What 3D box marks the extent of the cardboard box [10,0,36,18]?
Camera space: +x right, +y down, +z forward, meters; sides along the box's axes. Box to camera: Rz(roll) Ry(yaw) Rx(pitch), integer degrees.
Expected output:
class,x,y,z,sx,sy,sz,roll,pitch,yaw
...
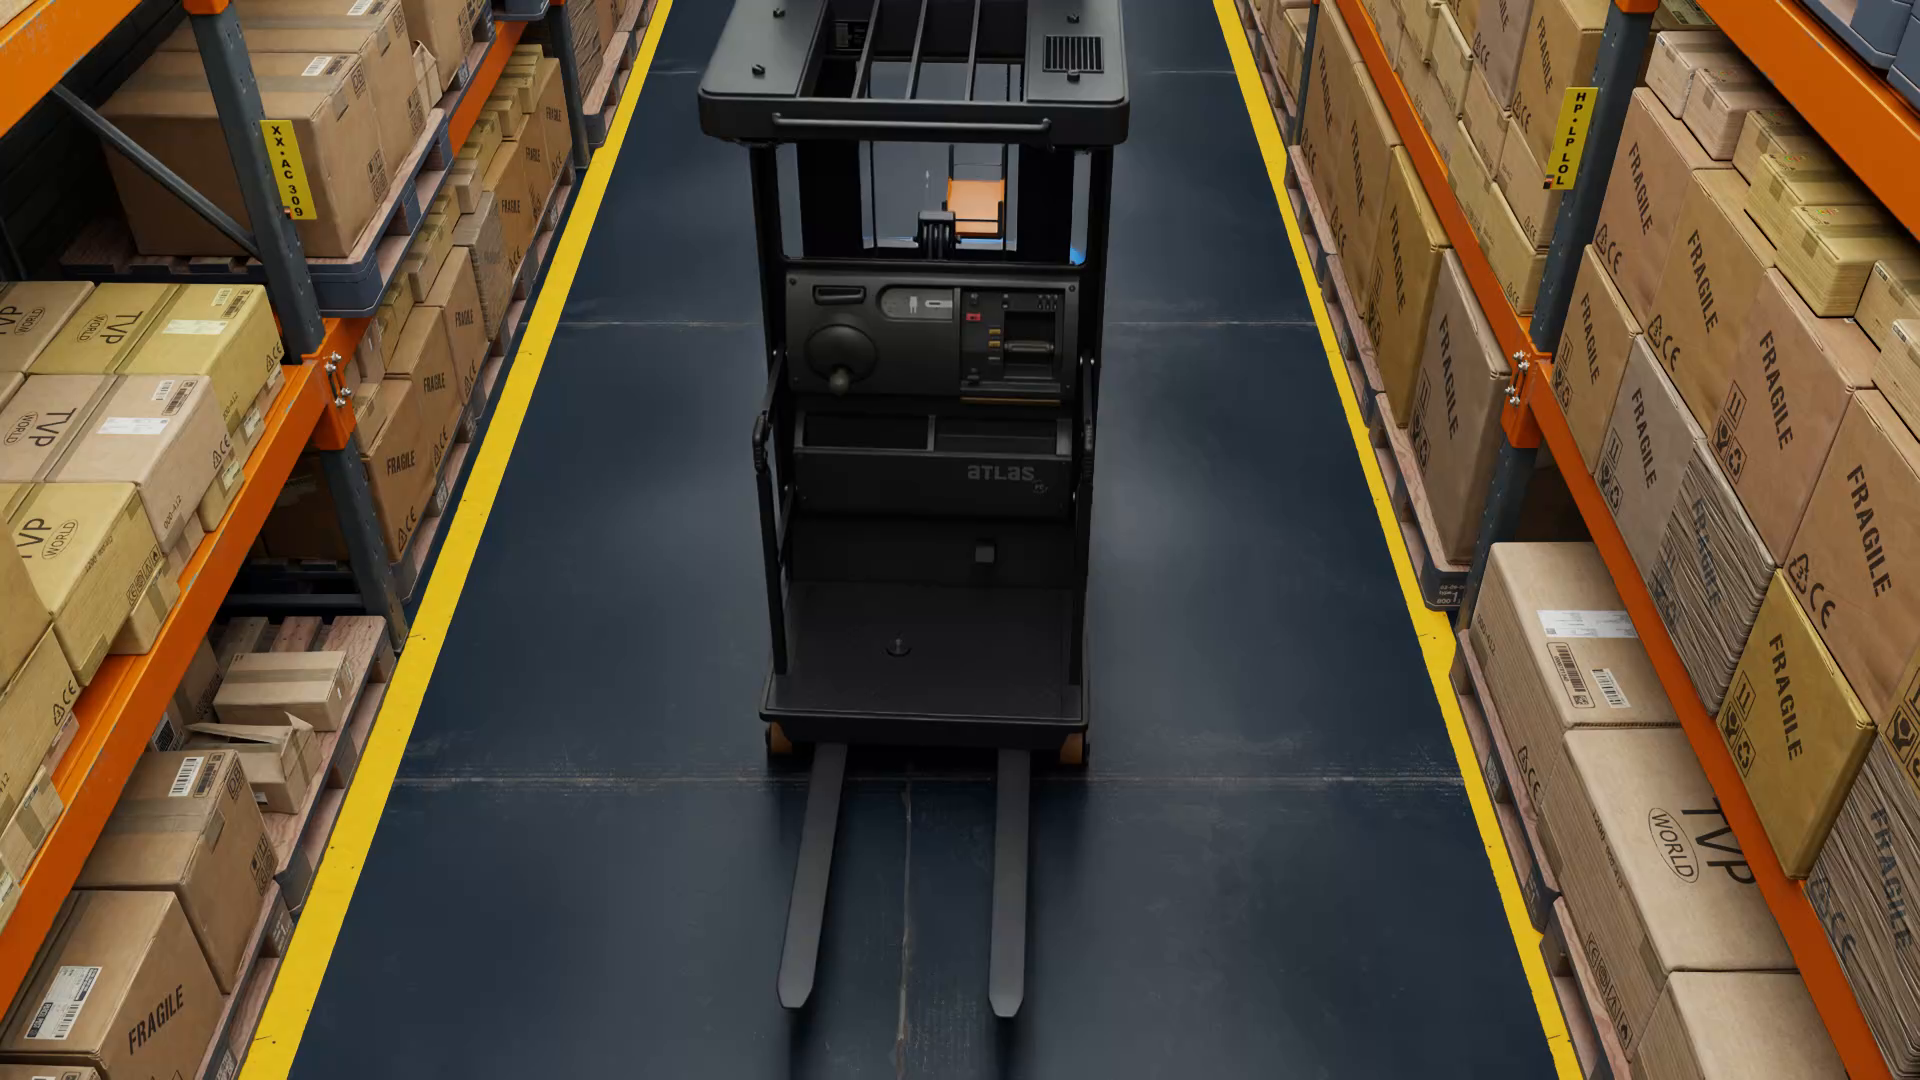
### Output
class,x,y,z,sx,sy,sz,roll,pitch,yaw
cardboard box,-2.304,-1.308,3.785,0.380,0.149,0.250,1,39,1

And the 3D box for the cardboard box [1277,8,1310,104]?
class,x,y,z,sx,sy,sz,roll,pitch,yaw
cardboard box,2.380,-2.780,9.586,0.950,0.372,0.625,-2,39,-3

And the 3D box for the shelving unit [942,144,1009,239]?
class,x,y,z,sx,sy,sz,roll,pitch,yaw
shelving unit,0.062,-1.008,7.049,0.258,1.200,0.503,2,39,2

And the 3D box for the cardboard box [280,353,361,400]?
class,x,y,z,sx,sy,sz,roll,pitch,yaw
cardboard box,-2.384,-0.563,5.960,0.380,0.149,0.250,-1,39,-1

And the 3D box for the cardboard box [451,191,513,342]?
class,x,y,z,sx,sy,sz,roll,pitch,yaw
cardboard box,-2.365,-1.241,7.564,0.500,0.500,0.500,-1,39,-2

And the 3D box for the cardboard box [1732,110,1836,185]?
class,x,y,z,sx,sy,sz,roll,pitch,yaw
cardboard box,2.175,-0.951,4.140,0.380,0.149,0.250,0,39,-1

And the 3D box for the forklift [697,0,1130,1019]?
class,x,y,z,sx,sy,sz,roll,pitch,yaw
forklift,-0.098,-0.574,5.123,1.130,2.935,3.031,2,39,2

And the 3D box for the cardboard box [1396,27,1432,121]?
class,x,y,z,sx,sy,sz,roll,pitch,yaw
cardboard box,2.136,-1.966,6.924,0.500,0.250,0.500,0,39,0

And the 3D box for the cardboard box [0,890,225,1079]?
class,x,y,z,sx,sy,sz,roll,pitch,yaw
cardboard box,-2.353,1.284,4.412,0.500,0.500,0.500,1,39,1

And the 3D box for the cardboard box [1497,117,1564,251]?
class,x,y,z,sx,sy,sz,roll,pitch,yaw
cardboard box,2.131,-1.199,5.568,0.500,0.250,0.500,0,39,0

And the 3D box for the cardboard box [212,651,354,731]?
class,x,y,z,sx,sy,sz,roll,pitch,yaw
cardboard box,-2.294,0.516,5.651,0.380,0.149,0.250,-1,39,-1

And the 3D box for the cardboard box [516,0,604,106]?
class,x,y,z,sx,sy,sz,roll,pitch,yaw
cardboard box,-2.580,-2.910,9.545,0.875,0.625,0.625,1,39,1

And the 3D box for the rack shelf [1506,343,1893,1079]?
class,x,y,z,sx,sy,sz,roll,pitch,yaw
rack shelf,2.377,0.745,3.997,1.077,0.370,4.000,0,39,0

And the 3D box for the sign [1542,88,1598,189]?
class,x,y,z,sx,sy,sz,roll,pitch,yaw
sign,1.832,-1.201,4.988,0.100,0.325,0.005,0,39,0

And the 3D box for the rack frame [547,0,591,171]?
class,x,y,z,sx,sy,sz,roll,pitch,yaw
rack frame,-2.593,-3.282,8.447,1.000,3.000,0.127,0,39,0

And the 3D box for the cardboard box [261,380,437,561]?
class,x,y,z,sx,sy,sz,roll,pitch,yaw
cardboard box,-2.364,-0.272,6.354,0.500,0.500,0.500,2,39,2

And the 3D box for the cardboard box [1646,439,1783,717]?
class,x,y,z,sx,sy,sz,roll,pitch,yaw
cardboard box,2.104,0.094,4.155,0.500,0.500,0.500,0,39,0

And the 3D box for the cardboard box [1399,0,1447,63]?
class,x,y,z,sx,sy,sz,roll,pitch,yaw
cardboard box,2.099,-2.156,6.761,0.500,0.250,0.500,1,39,1

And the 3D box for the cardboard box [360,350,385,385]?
class,x,y,z,sx,sy,sz,roll,pitch,yaw
cardboard box,-2.401,-0.620,6.269,0.380,0.149,0.250,-1,39,-1

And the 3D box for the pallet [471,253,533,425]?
class,x,y,z,sx,sy,sz,roll,pitch,yaw
pallet,-2.632,-0.966,7.787,1.003,0.211,1.213,0,39,0

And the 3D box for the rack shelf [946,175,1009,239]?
class,x,y,z,sx,sy,sz,roll,pitch,yaw
rack shelf,0.062,-1.315,6.803,0.258,0.148,0.480,2,39,2

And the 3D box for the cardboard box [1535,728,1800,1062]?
class,x,y,z,sx,sy,sz,roll,pitch,yaw
cardboard box,2.270,1.002,4.814,0.875,0.438,0.875,-1,39,-1

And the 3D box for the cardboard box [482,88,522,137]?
class,x,y,z,sx,sy,sz,roll,pitch,yaw
cardboard box,-2.352,-2.080,8.091,0.380,0.149,0.250,-1,39,-2

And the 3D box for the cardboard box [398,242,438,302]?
class,x,y,z,sx,sy,sz,roll,pitch,yaw
cardboard box,-2.389,-1.108,6.879,0.380,0.149,0.250,0,39,0

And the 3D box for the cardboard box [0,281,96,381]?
class,x,y,z,sx,sy,sz,roll,pitch,yaw
cardboard box,-2.858,-0.529,4.893,0.500,0.250,0.500,0,39,-1

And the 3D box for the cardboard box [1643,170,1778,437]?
class,x,y,z,sx,sy,sz,roll,pitch,yaw
cardboard box,2.128,-0.602,4.223,0.500,0.500,0.500,-1,39,-1

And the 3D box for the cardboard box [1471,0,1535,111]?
class,x,y,z,sx,sy,sz,roll,pitch,yaw
cardboard box,2.115,-1.819,5.741,0.500,0.500,0.500,1,39,1

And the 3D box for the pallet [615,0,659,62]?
class,x,y,z,sx,sy,sz,roll,pitch,yaw
pallet,-2.554,-3.470,10.911,1.003,0.211,1.213,0,39,0

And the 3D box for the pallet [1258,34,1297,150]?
class,x,y,z,sx,sy,sz,roll,pitch,yaw
pallet,2.371,-2.689,9.936,1.003,0.211,1.213,0,39,0

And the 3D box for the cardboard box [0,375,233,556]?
class,x,y,z,sx,sy,sz,roll,pitch,yaw
cardboard box,-2.329,-0.207,4.492,0.500,0.250,0.500,0,39,0

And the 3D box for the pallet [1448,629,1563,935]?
class,x,y,z,sx,sy,sz,roll,pitch,yaw
pallet,2.298,0.777,5.612,1.003,0.211,1.213,0,39,0

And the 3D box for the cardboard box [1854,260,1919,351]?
class,x,y,z,sx,sy,sz,roll,pitch,yaw
cardboard box,2.167,-0.473,3.543,0.380,0.149,0.250,0,39,0

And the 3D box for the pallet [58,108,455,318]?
class,x,y,z,sx,sy,sz,roll,pitch,yaw
pallet,-2.481,-1.206,6.009,1.003,0.211,1.213,0,39,0

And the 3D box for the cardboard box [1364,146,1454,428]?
class,x,y,z,sx,sy,sz,roll,pitch,yaw
cardboard box,2.285,-1.074,7.055,0.875,0.875,0.875,1,39,1

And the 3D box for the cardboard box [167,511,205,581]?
class,x,y,z,sx,sy,sz,roll,pitch,yaw
cardboard box,-2.316,0.006,4.545,0.380,0.149,0.250,1,39,1

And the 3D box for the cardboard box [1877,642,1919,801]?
class,x,y,z,sx,sy,sz,roll,pitch,yaw
cardboard box,2.114,0.348,3.038,0.500,0.500,0.500,0,39,0

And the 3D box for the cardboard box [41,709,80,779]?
class,x,y,z,sx,sy,sz,roll,pitch,yaw
cardboard box,-2.352,0.481,3.952,0.380,0.149,0.250,0,39,0

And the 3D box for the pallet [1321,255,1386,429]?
class,x,y,z,sx,sy,sz,roll,pitch,yaw
pallet,2.294,-0.946,7.762,1.003,0.211,1.213,0,39,0

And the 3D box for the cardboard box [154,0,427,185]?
class,x,y,z,sx,sy,sz,roll,pitch,yaw
cardboard box,-2.366,-1.610,5.945,0.700,0.500,0.500,0,39,0

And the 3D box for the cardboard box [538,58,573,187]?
class,x,y,z,sx,sy,sz,roll,pitch,yaw
cardboard box,-2.378,-2.206,8.768,0.500,0.500,0.500,1,39,1

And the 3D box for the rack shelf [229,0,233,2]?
class,x,y,z,sx,sy,sz,roll,pitch,yaw
rack shelf,-2.591,-2.921,6.173,1.077,0.370,4.000,0,39,0

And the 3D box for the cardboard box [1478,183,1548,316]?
class,x,y,z,sx,sy,sz,roll,pitch,yaw
cardboard box,2.122,-1.009,5.730,0.500,0.250,0.500,-1,39,-1

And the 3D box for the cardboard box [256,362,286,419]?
class,x,y,z,sx,sy,sz,roll,pitch,yaw
cardboard box,-2.336,-0.484,5.156,0.380,0.149,0.250,0,39,1

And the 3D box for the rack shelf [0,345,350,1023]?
class,x,y,z,sx,sy,sz,roll,pitch,yaw
rack shelf,-2.586,0.751,3.990,1.077,0.370,4.000,0,39,0

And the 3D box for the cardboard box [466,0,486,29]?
class,x,y,z,sx,sy,sz,roll,pitch,yaw
cardboard box,-2.407,-2.466,7.010,0.797,0.503,0.637,-1,39,-1

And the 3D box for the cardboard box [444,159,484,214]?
class,x,y,z,sx,sy,sz,roll,pitch,yaw
cardboard box,-2.366,-1.586,7.475,0.380,0.149,0.250,-2,39,-2
